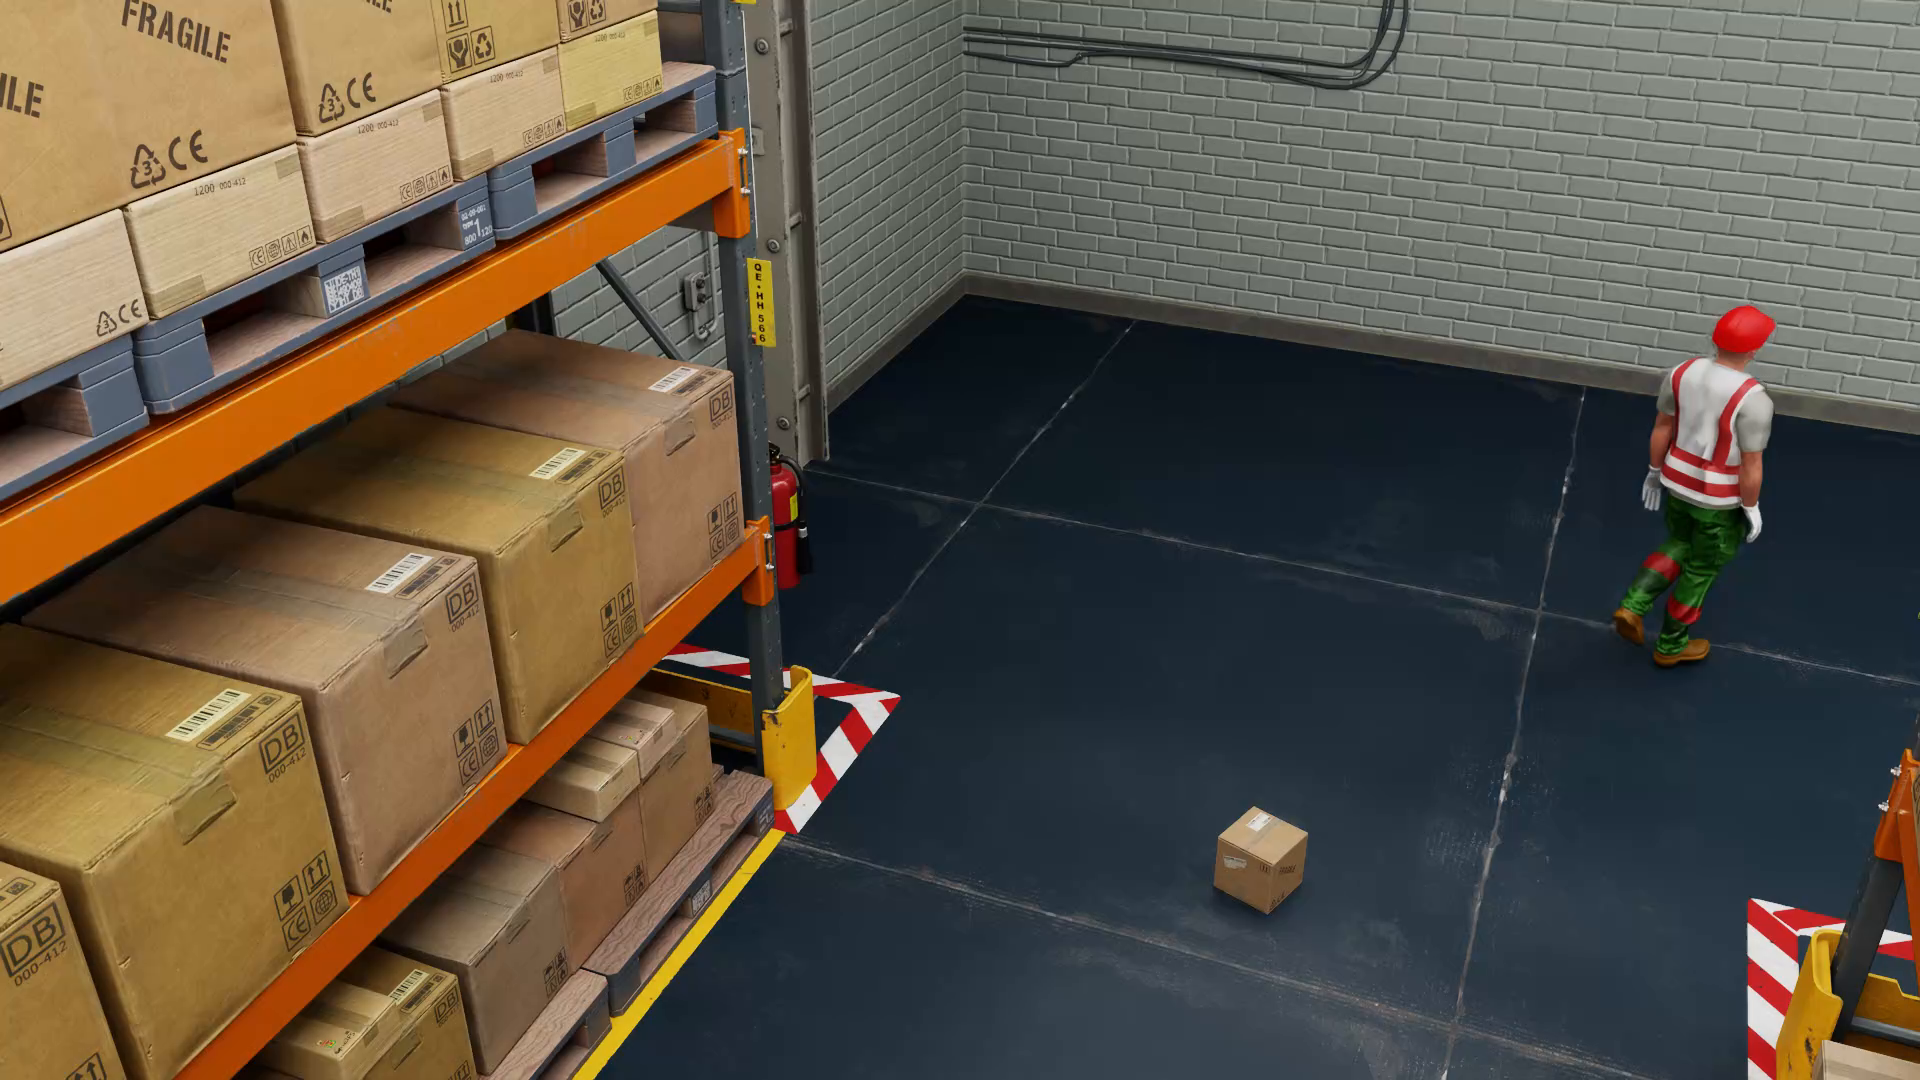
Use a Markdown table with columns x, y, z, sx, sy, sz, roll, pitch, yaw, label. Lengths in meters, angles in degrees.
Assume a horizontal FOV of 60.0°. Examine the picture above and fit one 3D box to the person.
| x | y | z | sx | sy | sz | roll | pitch | yaw | label |
| --- | --- | --- | --- | --- | --- | --- | --- | --- | --- |
| 3.326 | -0.218 | 7.438 | 0.501 | 1.782 | 0.543 | -14 | 32 | -23 | person |
